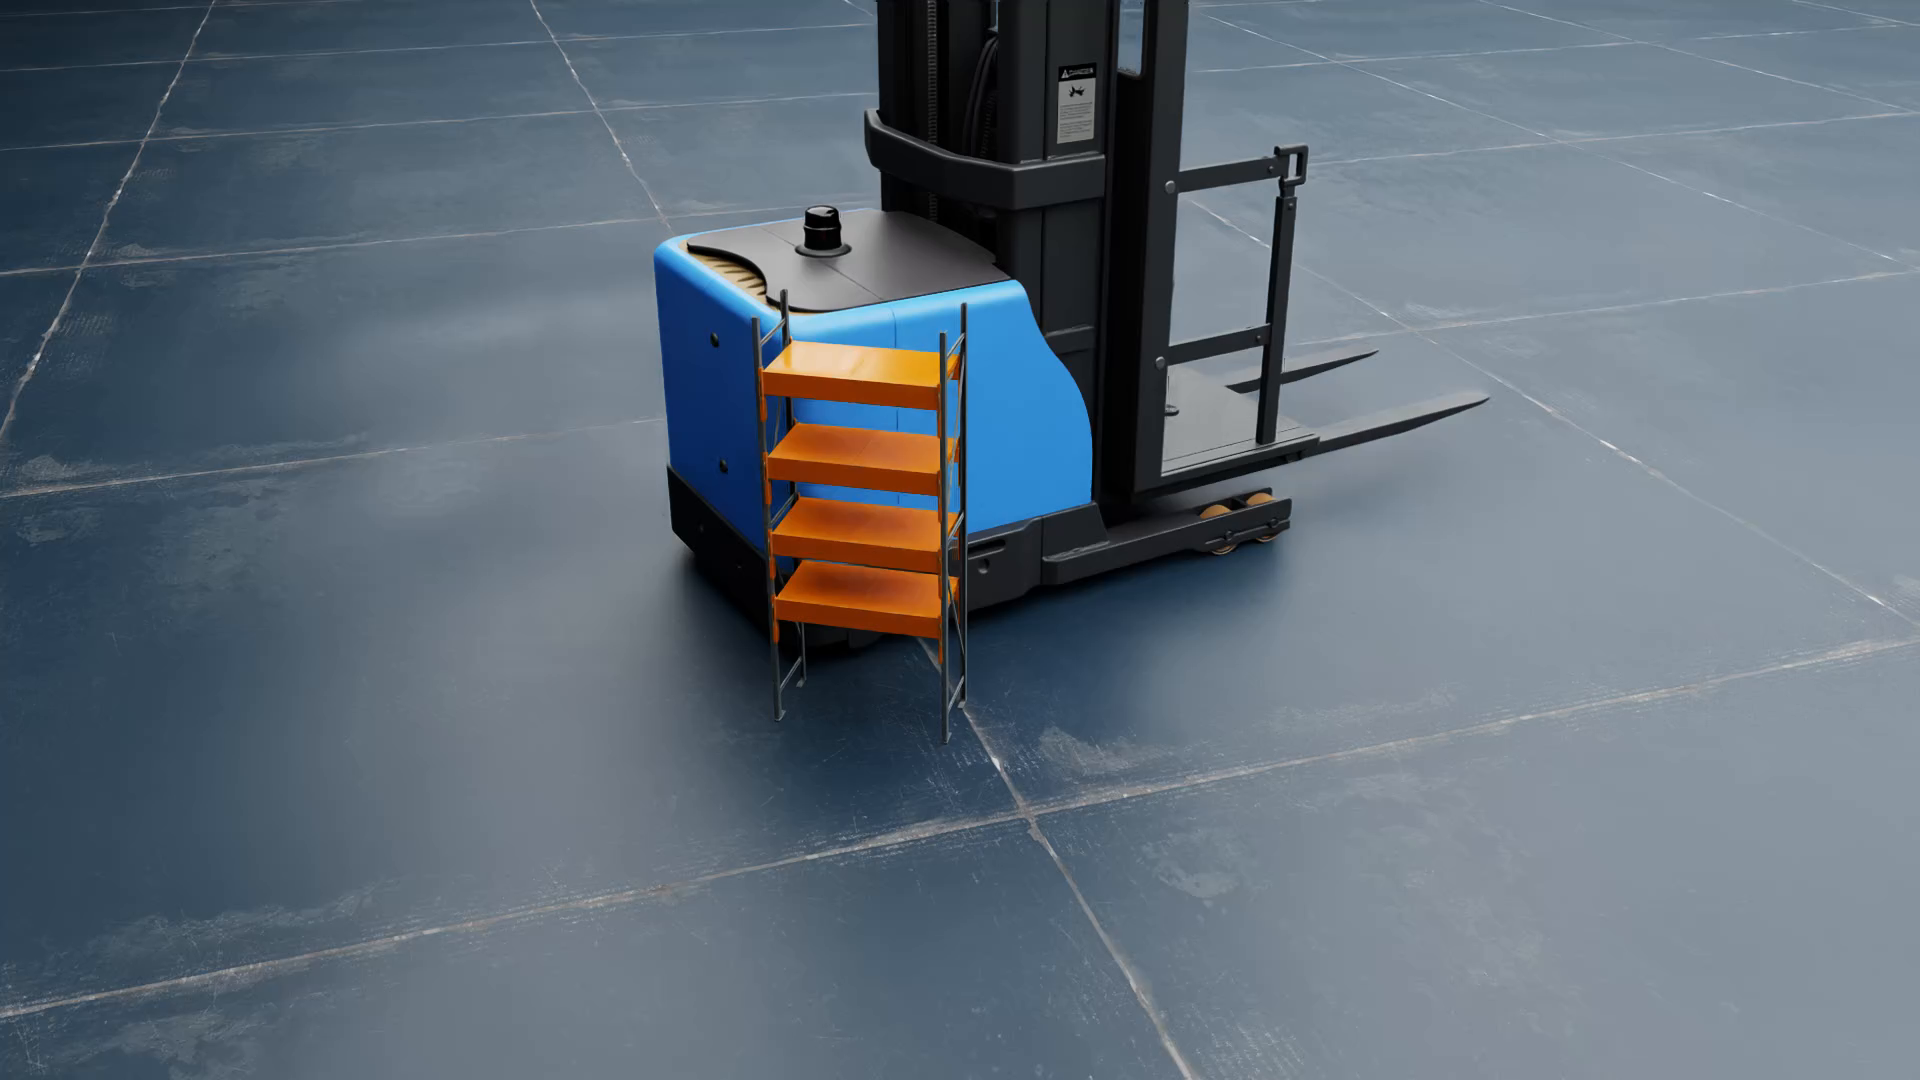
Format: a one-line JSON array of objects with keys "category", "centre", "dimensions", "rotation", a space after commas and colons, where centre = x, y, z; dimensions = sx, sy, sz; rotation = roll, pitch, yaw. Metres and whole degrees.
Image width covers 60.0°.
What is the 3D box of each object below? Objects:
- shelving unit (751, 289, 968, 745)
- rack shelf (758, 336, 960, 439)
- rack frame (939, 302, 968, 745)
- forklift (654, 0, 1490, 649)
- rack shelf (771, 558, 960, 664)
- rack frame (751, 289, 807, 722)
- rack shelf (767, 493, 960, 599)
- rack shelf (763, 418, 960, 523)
[{"category": "shelving unit", "centre": [-0.253, -0.048, 4.498], "dimensions": [0.503, 1.200, 0.258], "rotation": [6, 27, 12]}, {"category": "rack shelf", "centre": [-0.253, -0.400, 4.323], "dimensions": [0.480, 0.148, 0.258], "rotation": [6, 27, 12]}, {"category": "rack frame", "centre": [-0.016, -0.023, 4.446], "dimensions": [0.015, 1.200, 0.240], "rotation": [6, 27, 12]}, {"category": "forklift", "centre": [0.552, -1.450, 5.375], "dimensions": [3.031, 2.935, 1.130], "rotation": [-14, 30, -27]}, {"category": "rack shelf", "centre": [-0.253, 0.190, 4.616], "dimensions": [0.480, 0.148, 0.258], "rotation": [6, 27, 12]}, {"category": "rack frame", "centre": [-0.490, -0.074, 4.550], "dimensions": [0.015, 1.200, 0.240], "rotation": [6, 27, 12]}, {"category": "rack shelf", "centre": [-0.253, 0.012, 4.528], "dimensions": [0.480, 0.148, 0.258], "rotation": [6, 27, 12]}, {"category": "rack shelf", "centre": [-0.253, -0.188, 4.428], "dimensions": [0.480, 0.148, 0.258], "rotation": [6, 27, 12]}]
